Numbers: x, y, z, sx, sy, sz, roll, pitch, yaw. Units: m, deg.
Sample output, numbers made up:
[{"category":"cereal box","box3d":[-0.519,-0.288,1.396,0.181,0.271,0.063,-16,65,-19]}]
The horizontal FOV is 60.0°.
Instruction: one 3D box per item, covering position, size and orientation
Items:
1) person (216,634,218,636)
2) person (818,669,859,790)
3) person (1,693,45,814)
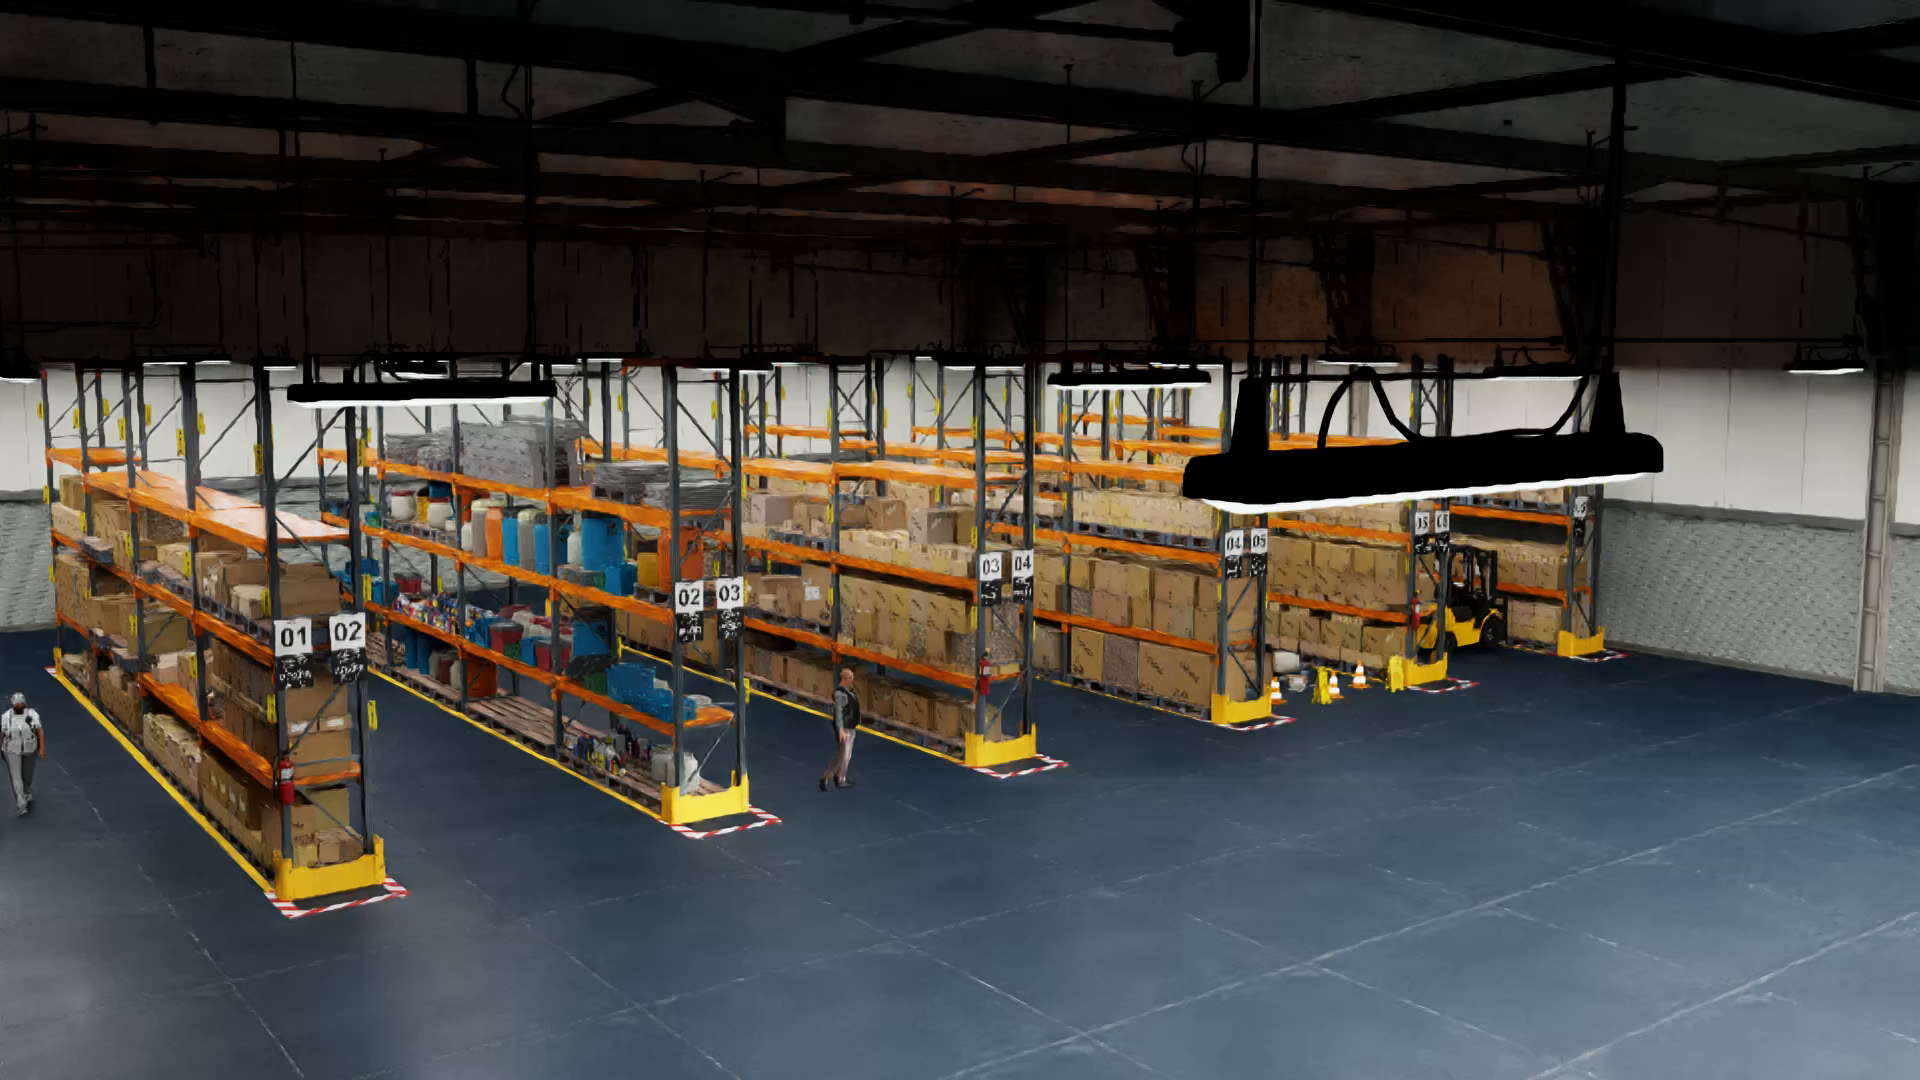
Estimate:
[{"category":"person","box3d":[-13.649,1.713,30.971,0.670,1.782,0.447,6,9,42]},{"category":"person","box3d":[-1.712,2.672,23.426,0.515,1.711,0.711,2,7,13]},{"category":"person","box3d":[-12.665,2.837,22.485,0.493,1.605,1.000,-5,9,-37]}]
